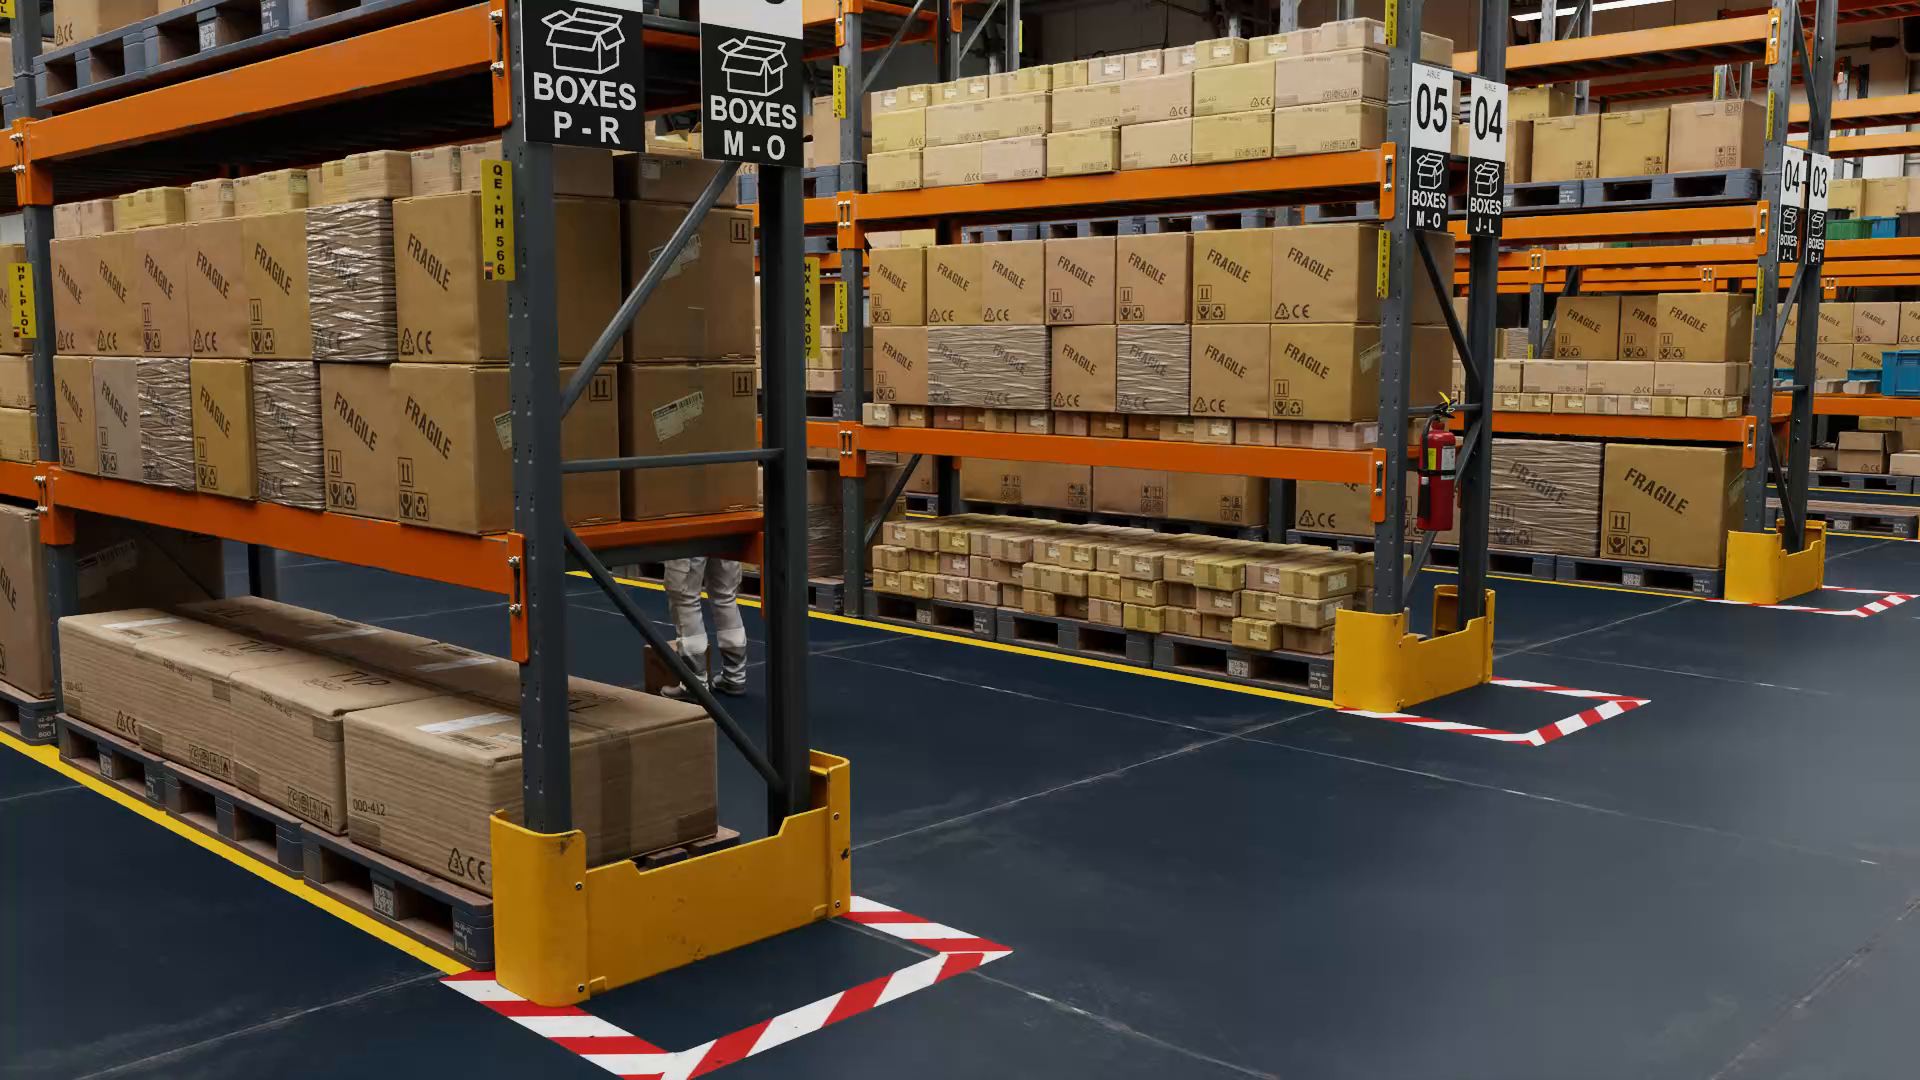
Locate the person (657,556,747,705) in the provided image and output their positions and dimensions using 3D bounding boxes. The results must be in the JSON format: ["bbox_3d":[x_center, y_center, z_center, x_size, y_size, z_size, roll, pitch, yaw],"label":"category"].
[{"bbox_3d":[-1.345,-0.054,8.630,0.448,1.780,0.609,7,10,44],"label":"person"}]
